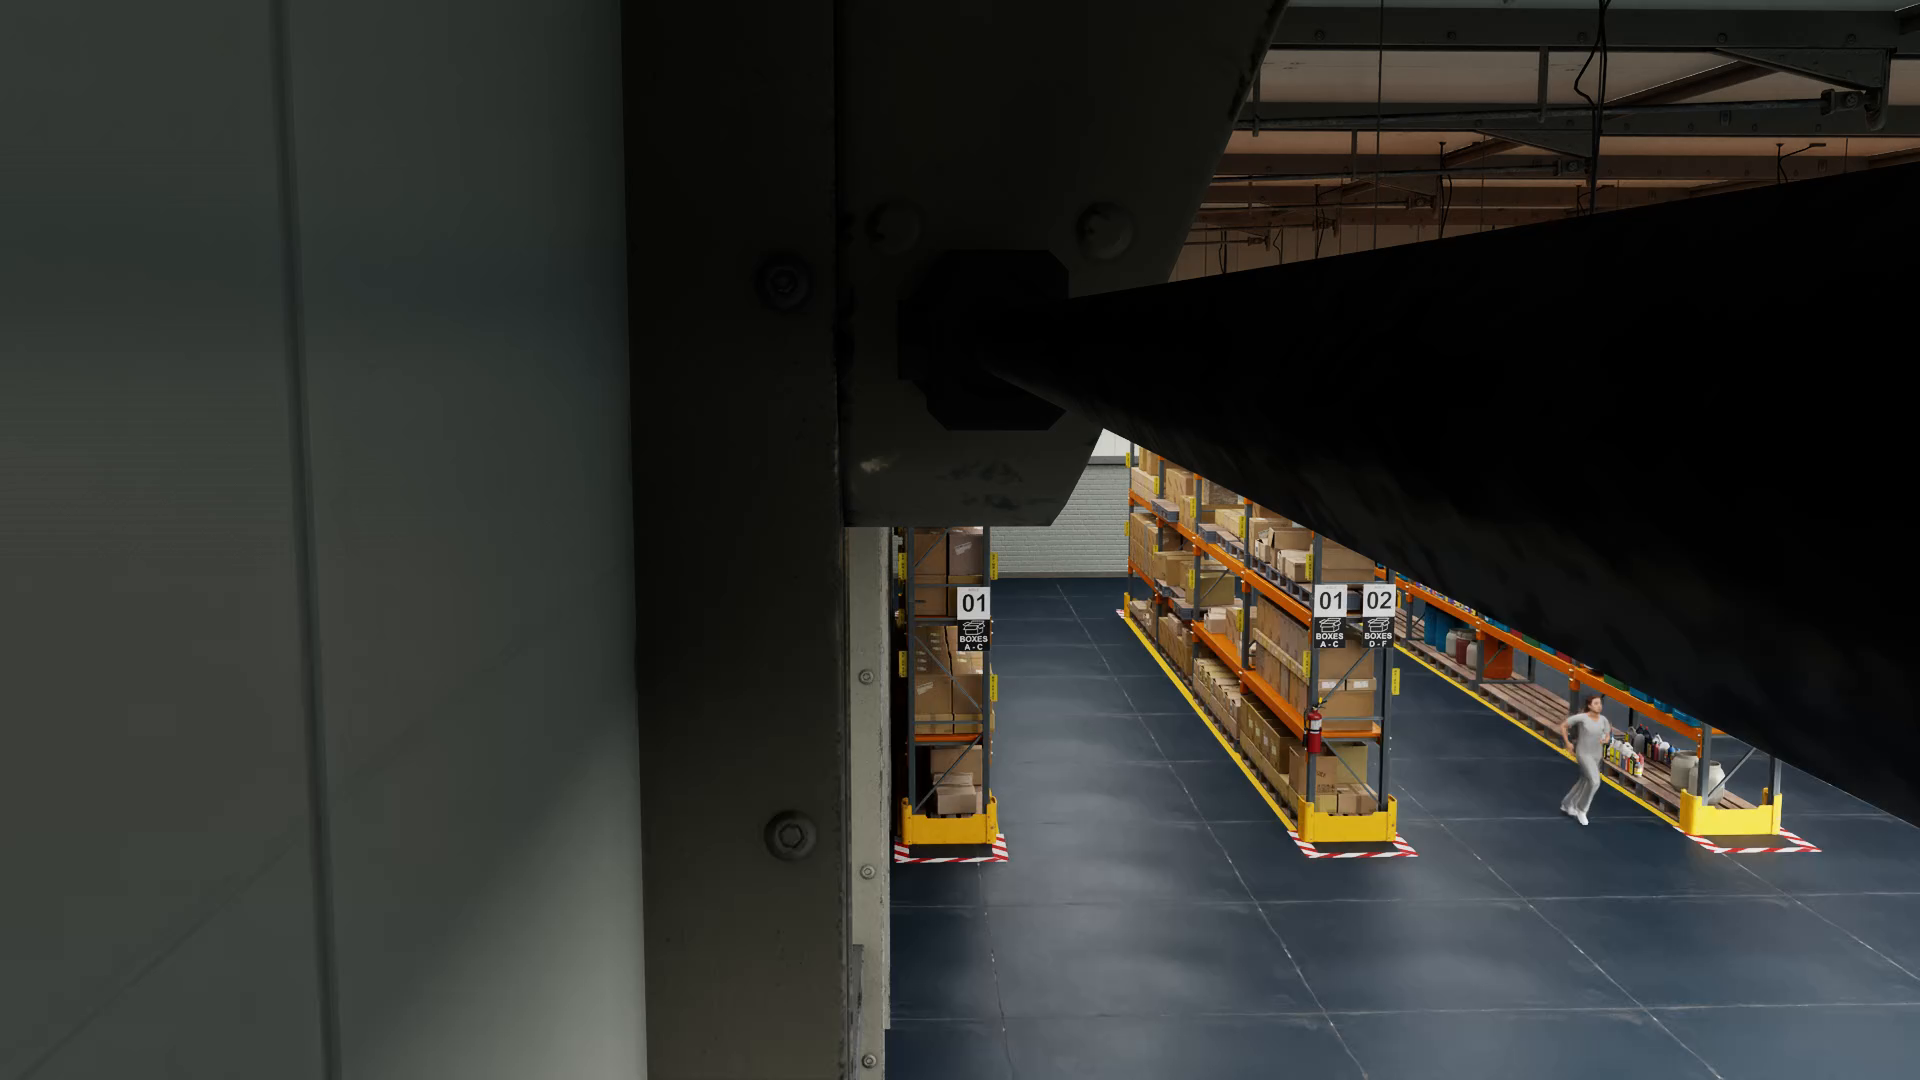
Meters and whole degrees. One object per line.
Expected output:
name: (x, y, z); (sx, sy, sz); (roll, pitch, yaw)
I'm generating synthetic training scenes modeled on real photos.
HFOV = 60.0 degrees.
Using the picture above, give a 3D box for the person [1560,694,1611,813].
person: (8.055, 2.743, 21.319); (0.542, 1.558, 0.682); (-3, 8, -21)
